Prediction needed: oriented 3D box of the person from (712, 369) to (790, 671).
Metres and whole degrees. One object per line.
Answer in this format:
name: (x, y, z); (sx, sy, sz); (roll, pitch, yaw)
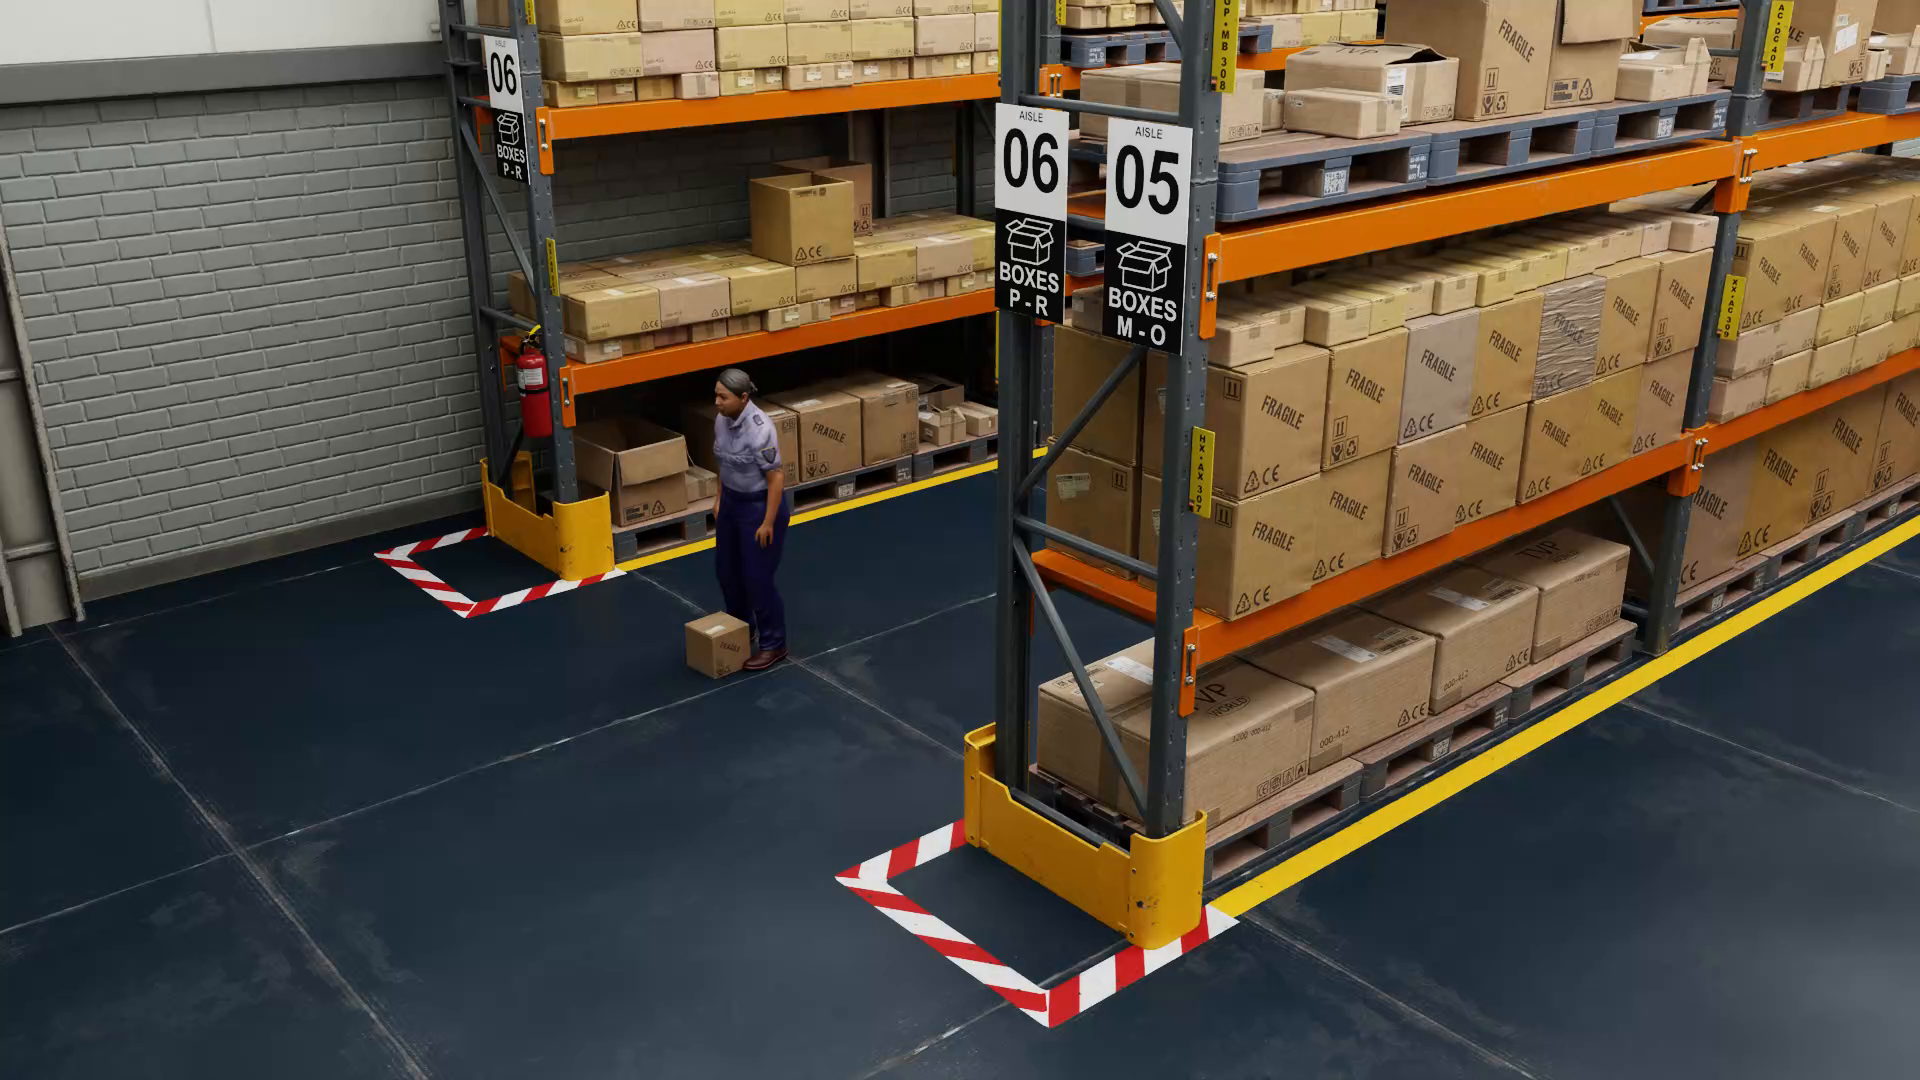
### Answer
person: (-1.142, -0.138, 8.954); (0.368, 1.648, 0.541); (-17, 27, -38)
